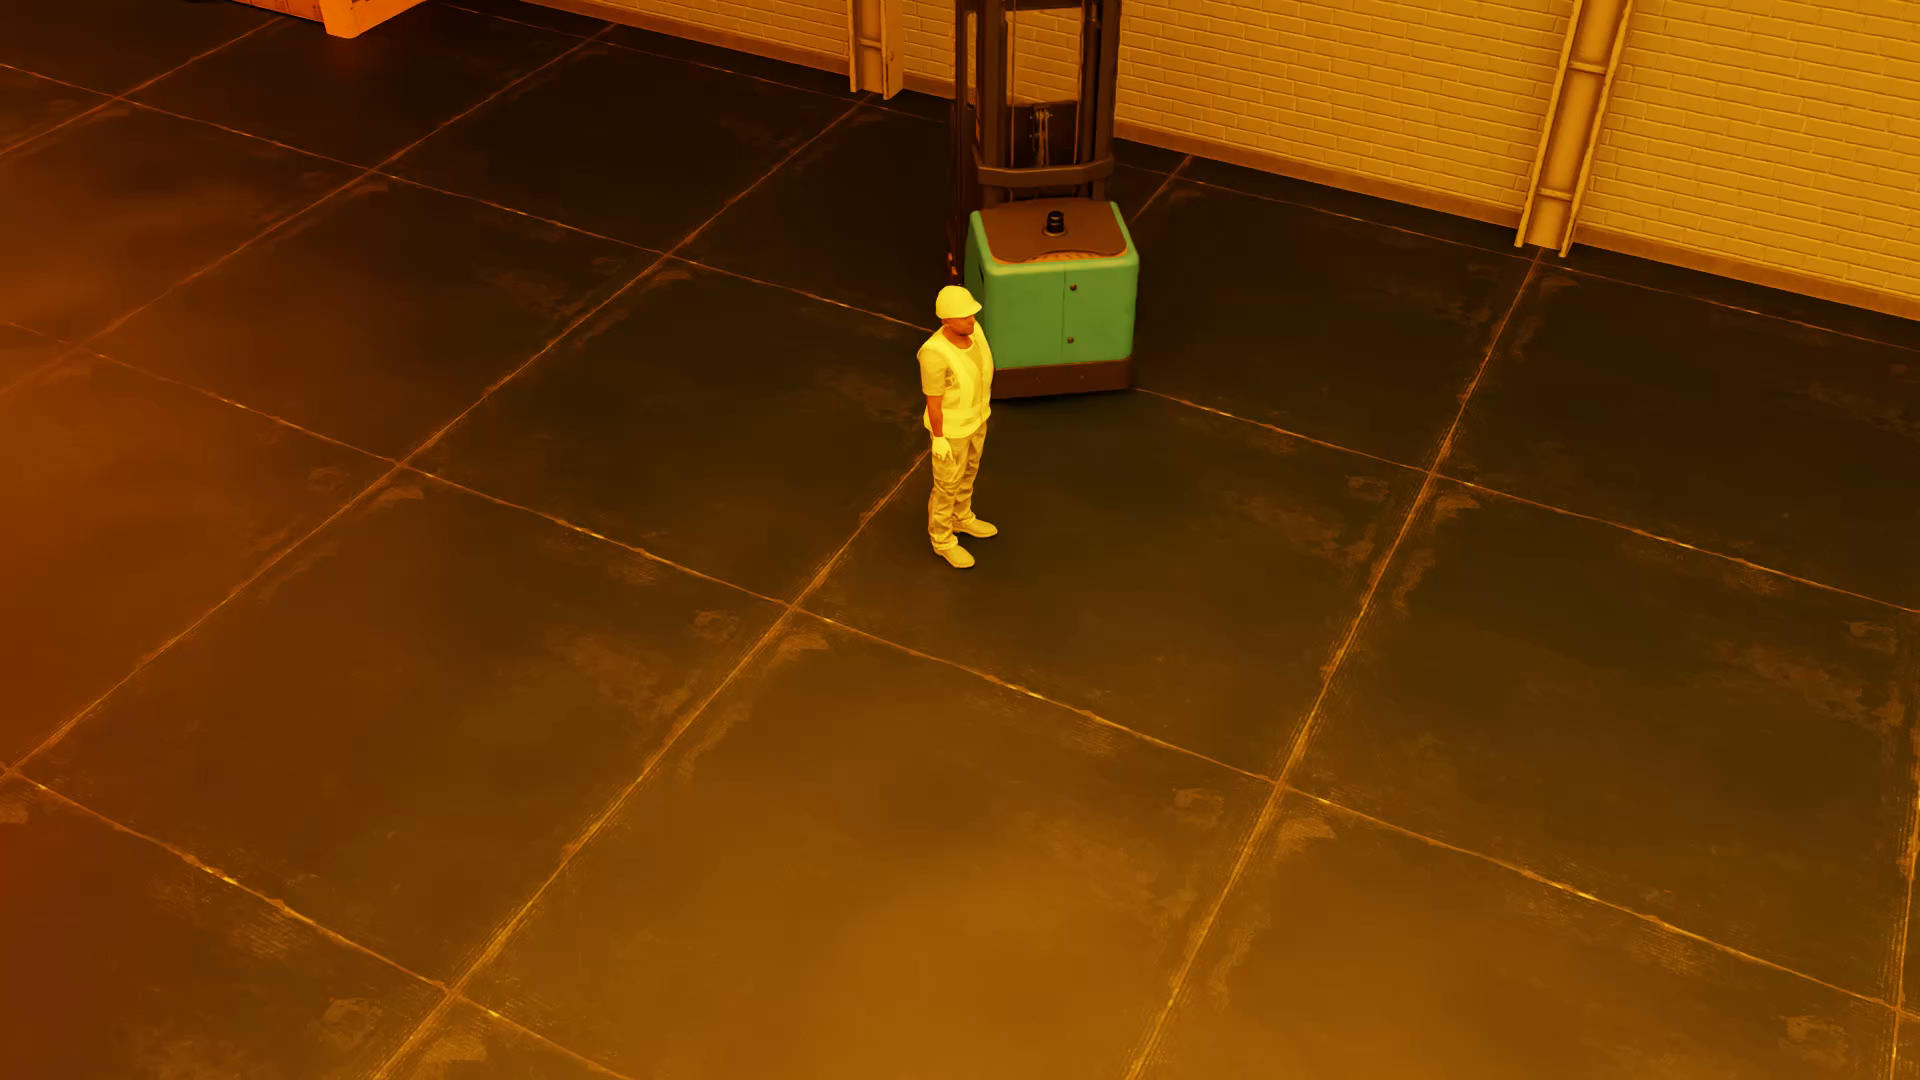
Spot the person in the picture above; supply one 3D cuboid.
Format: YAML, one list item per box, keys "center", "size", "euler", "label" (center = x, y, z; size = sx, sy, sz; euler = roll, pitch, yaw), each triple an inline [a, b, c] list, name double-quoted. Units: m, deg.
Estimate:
- center: [0.009, -0.688, 9.693]
  size: [0.382, 1.789, 0.542]
  euler: [18, 43, 21]
  label: "person"

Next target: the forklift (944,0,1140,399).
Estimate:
- center: [0.479, -3.026, 11.579]
  size: [1.130, 2.935, 3.031]
  euler: [-5, 40, -6]
  label: "forklift"
